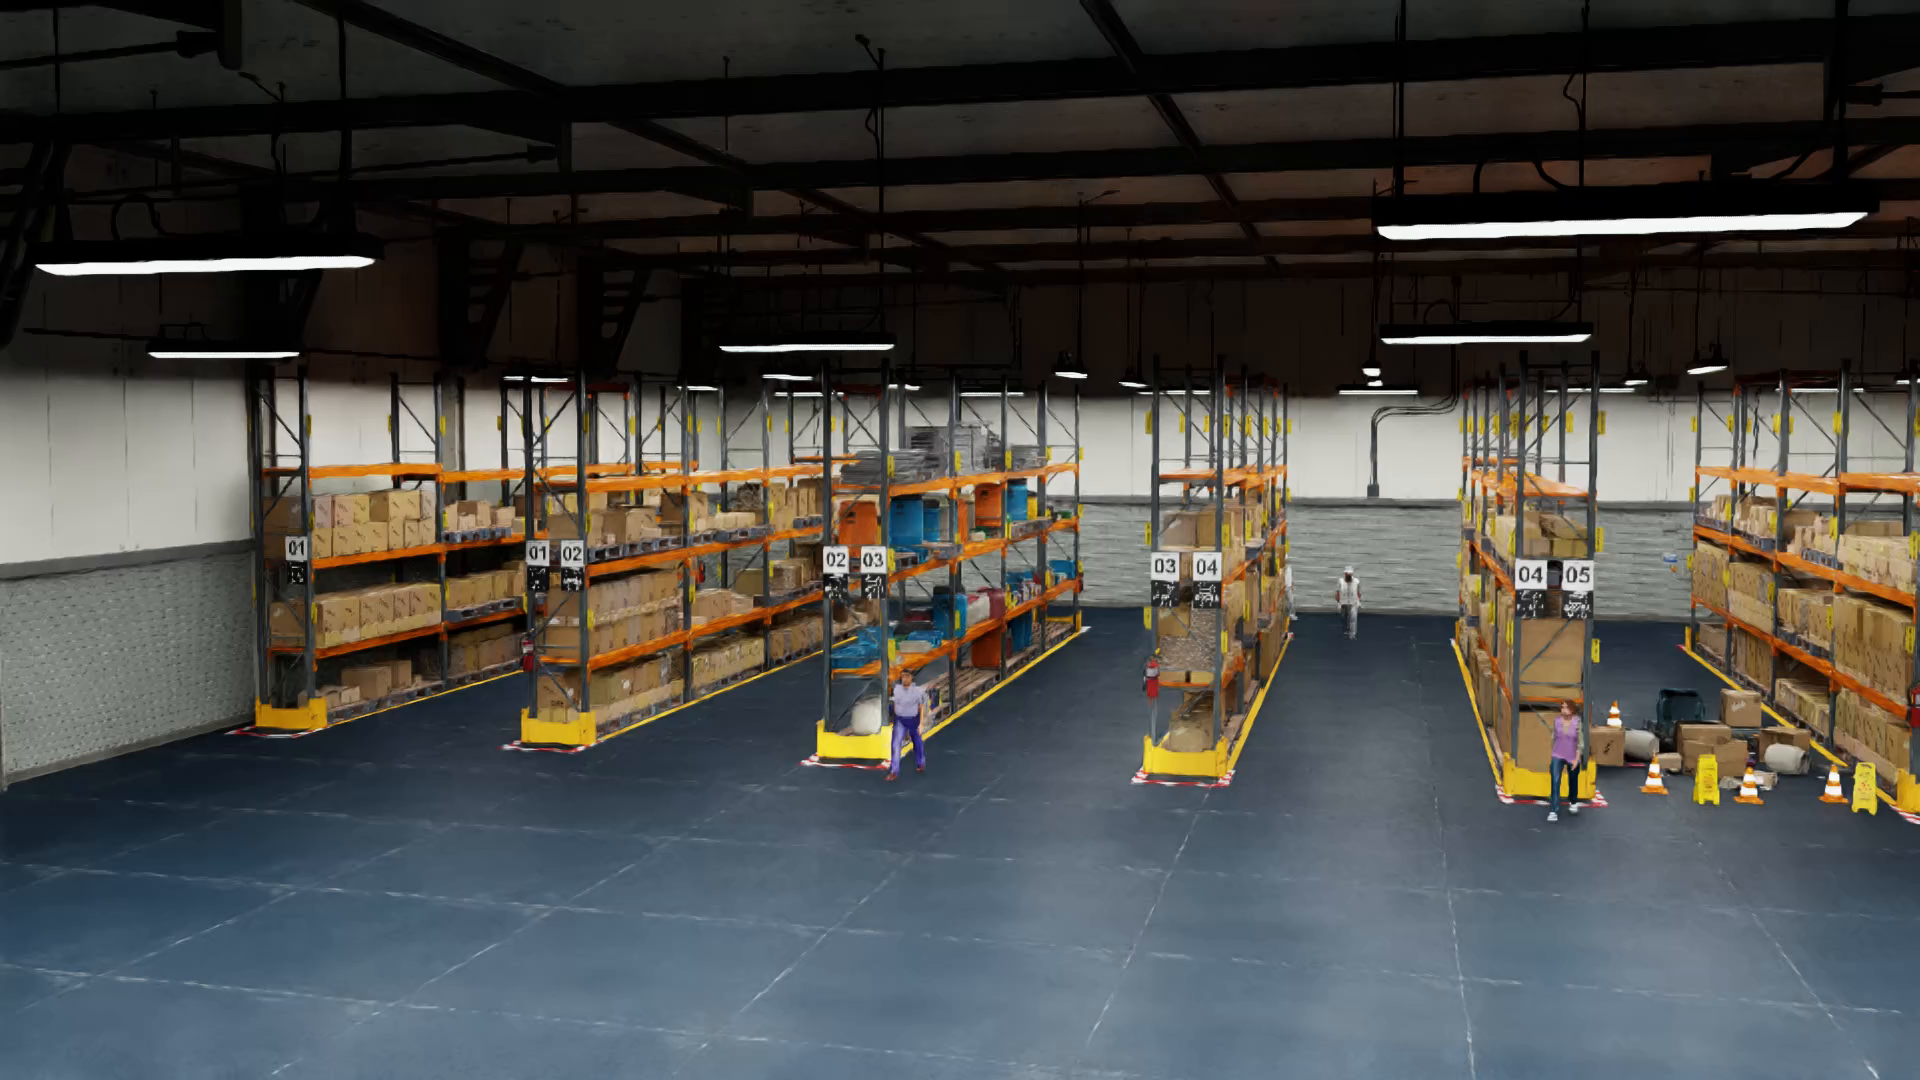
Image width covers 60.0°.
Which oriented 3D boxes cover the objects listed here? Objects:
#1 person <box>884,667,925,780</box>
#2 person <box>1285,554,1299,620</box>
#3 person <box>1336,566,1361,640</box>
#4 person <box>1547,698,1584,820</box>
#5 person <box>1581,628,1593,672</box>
[{"bbox_3d":[-0.730,2.575,23.574,0.479,1.563,1.072,1,4,13],"label":"person"},{"bbox_3d":[8.315,1.188,42.815,0.688,1.709,0.825,0,4,-3],"label":"person"},{"bbox_3d":[9.066,1.459,38.837,0.566,1.706,1.122,1,4,16],"label":"person"},{"bbox_3d":[7.717,2.764,21.143,0.408,1.533,0.962,2,4,24],"label":"person"},{"bbox_3d":[12.601,1.829,33.767,0.463,1.676,0.498,4,6,45],"label":"person"}]
